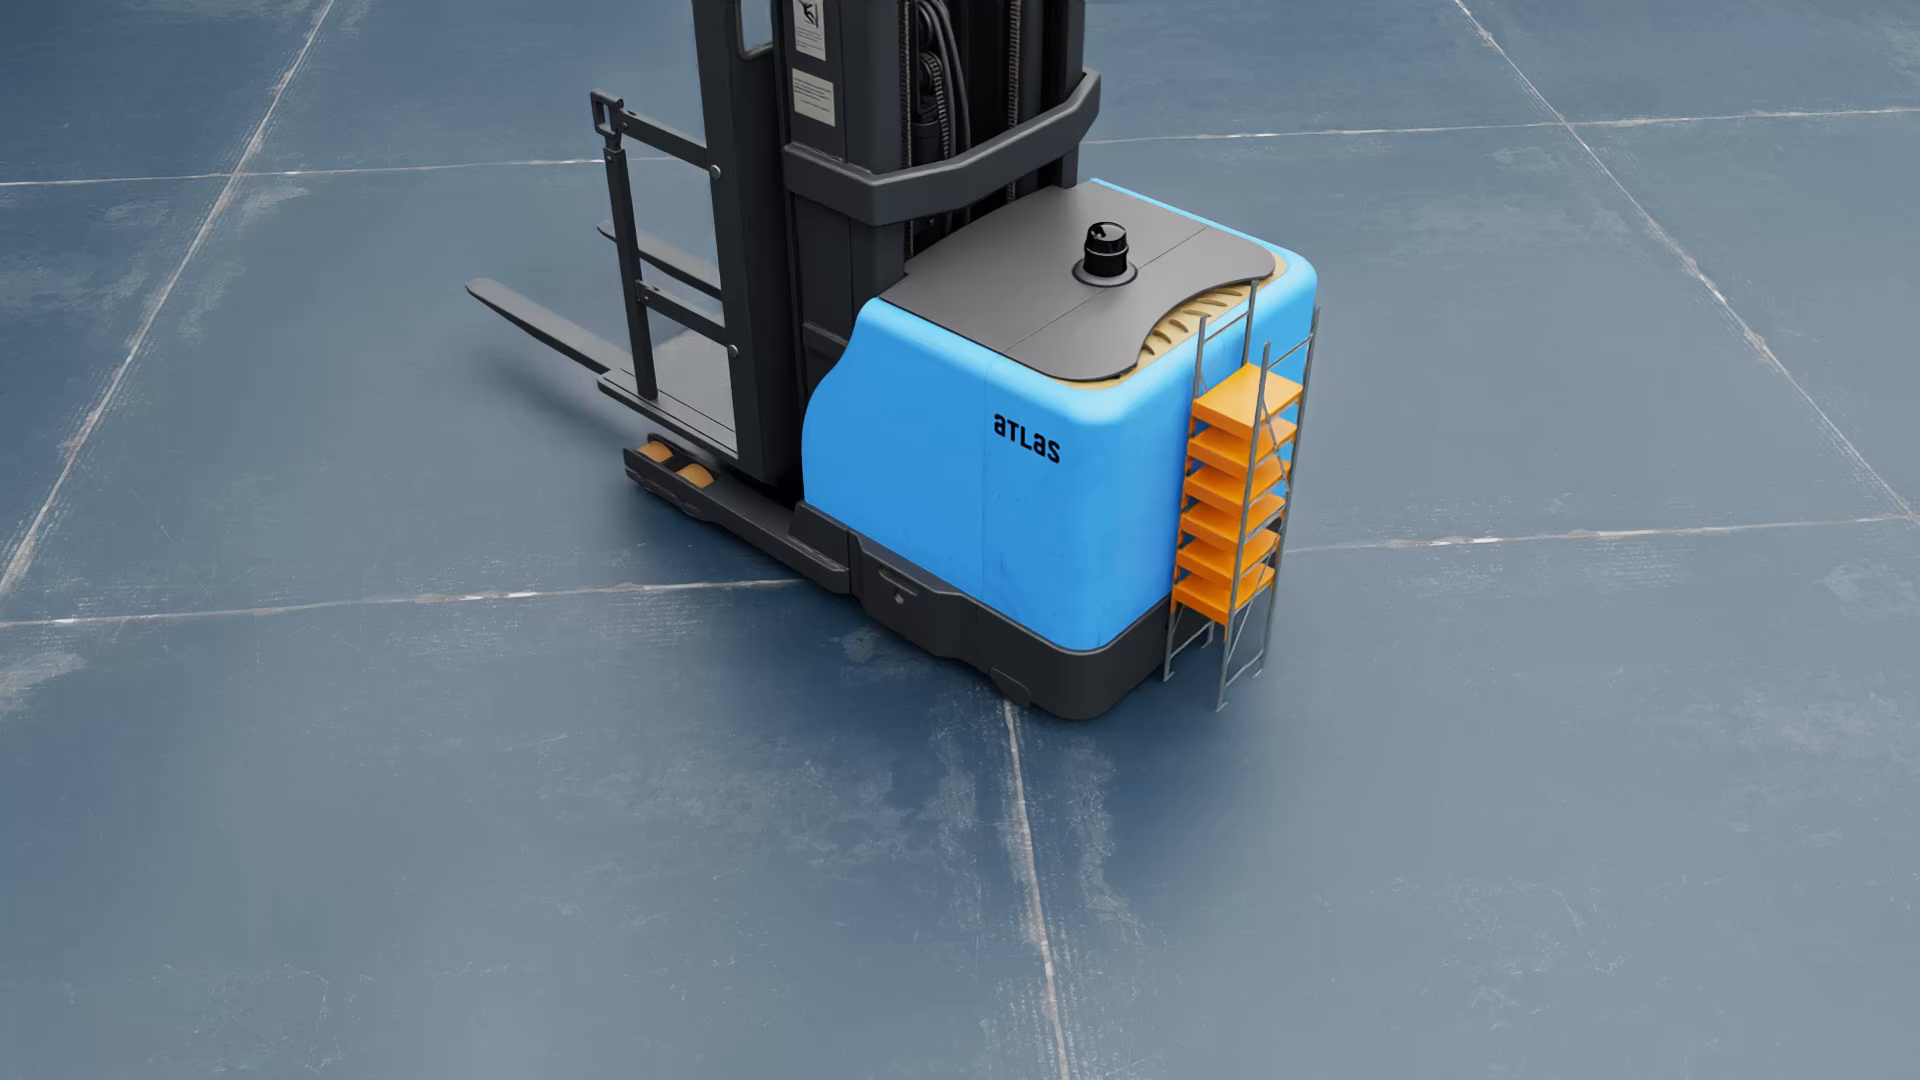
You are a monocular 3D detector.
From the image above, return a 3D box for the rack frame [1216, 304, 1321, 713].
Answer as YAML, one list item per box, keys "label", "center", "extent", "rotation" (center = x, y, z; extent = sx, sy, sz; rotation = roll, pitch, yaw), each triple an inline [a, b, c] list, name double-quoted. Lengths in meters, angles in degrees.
- label: "rack frame"
  center: [0.795, -0.045, 4.339]
  extent: [0.006, 1.200, 0.240]
  rotation: [29, 47, 31]

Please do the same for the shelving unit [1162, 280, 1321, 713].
- label: "shelving unit"
  center: [0.727, -0.083, 4.386]
  extent: [0.189, 1.200, 0.258]
  rotation: [29, 47, 31]

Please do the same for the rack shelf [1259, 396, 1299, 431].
- label: "rack shelf"
  center: [0.727, -0.346, 4.179]
  extent: [0.166, 0.020, 0.199]
  rotation: [29, 47, 31]

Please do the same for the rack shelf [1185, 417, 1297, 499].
- label: "rack shelf"
  center: [0.727, -0.236, 4.265]
  extent: [0.180, 0.103, 0.258]
  rotation: [29, 47, 31]

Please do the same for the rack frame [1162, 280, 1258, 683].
- label: "rack frame"
  center: [0.658, -0.120, 4.434]
  extent: [0.006, 1.200, 0.240]
  rotation: [29, 47, 31]

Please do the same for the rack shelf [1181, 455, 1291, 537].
- label: "rack shelf"
  center: [0.727, -0.142, 4.340]
  extent: [0.180, 0.103, 0.258]
  rotation: [29, 47, 31]

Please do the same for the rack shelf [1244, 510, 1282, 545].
- label: "rack shelf"
  center: [0.727, -0.064, 4.402]
  extent: [0.166, 0.020, 0.199]
  rotation: [29, 47, 31]

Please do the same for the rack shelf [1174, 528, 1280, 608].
- label: "rack shelf"
  center: [0.727, 0.046, 4.488]
  extent: [0.180, 0.103, 0.258]
  rotation: [29, 47, 31]

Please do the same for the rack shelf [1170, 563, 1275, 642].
- label: "rack shelf"
  center: [0.727, 0.140, 4.563]
  extent: [0.180, 0.103, 0.258]
  rotation: [29, 47, 31]

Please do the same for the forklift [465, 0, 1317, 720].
- label: "forklift"
  center: [-0.457, -1.408, 4.740]
  extent: [3.031, 2.843, 1.129]
  rotation: [29, 47, 31]
